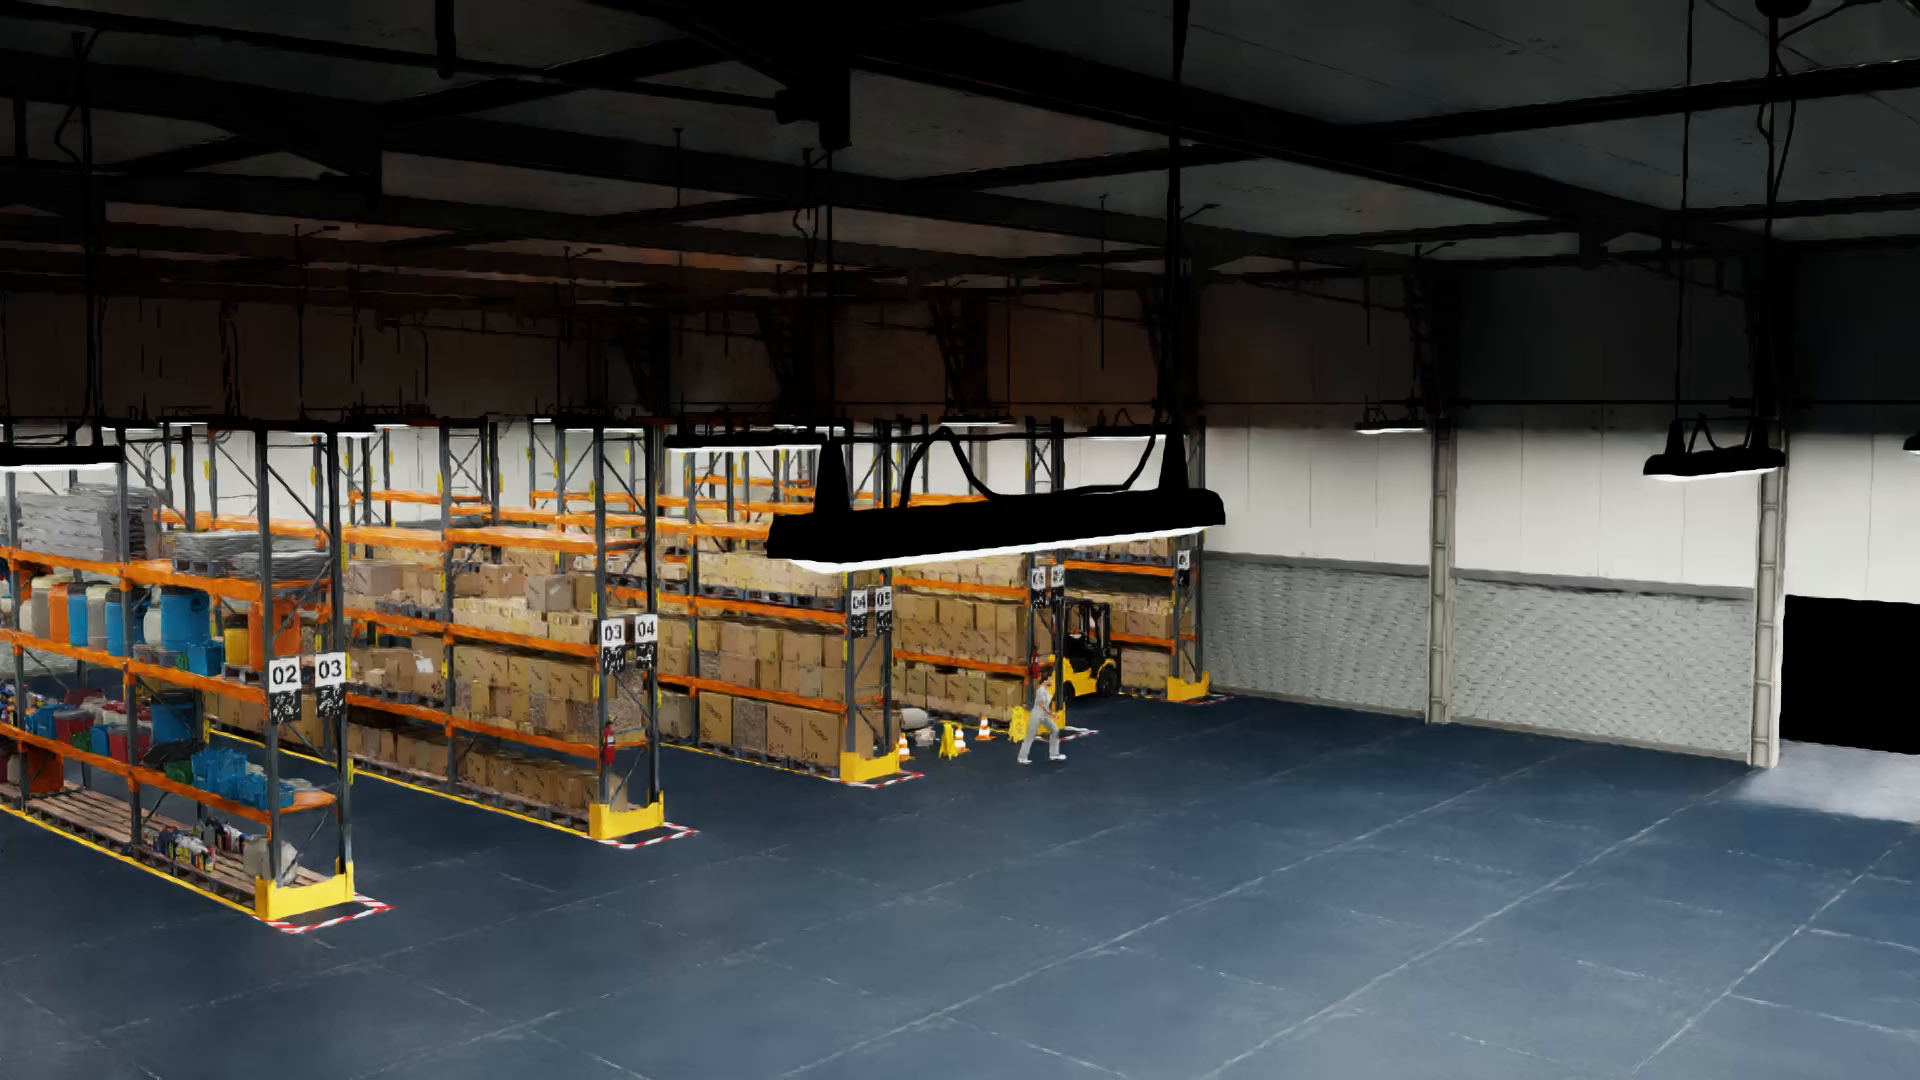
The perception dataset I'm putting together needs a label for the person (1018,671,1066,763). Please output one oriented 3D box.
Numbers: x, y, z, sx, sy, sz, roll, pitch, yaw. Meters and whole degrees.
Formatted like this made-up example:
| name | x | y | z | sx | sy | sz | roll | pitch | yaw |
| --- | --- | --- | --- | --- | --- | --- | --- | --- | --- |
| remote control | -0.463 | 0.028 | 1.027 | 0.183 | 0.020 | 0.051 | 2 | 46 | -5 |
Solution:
| name | x | y | z | sx | sy | sz | roll | pitch | yaw |
| --- | --- | --- | --- | --- | --- | --- | --- | --- | --- |
| person | 1.422 | 3.098 | 29.167 | 0.774 | 1.612 | 0.600 | 2 | 5 | 20 |
